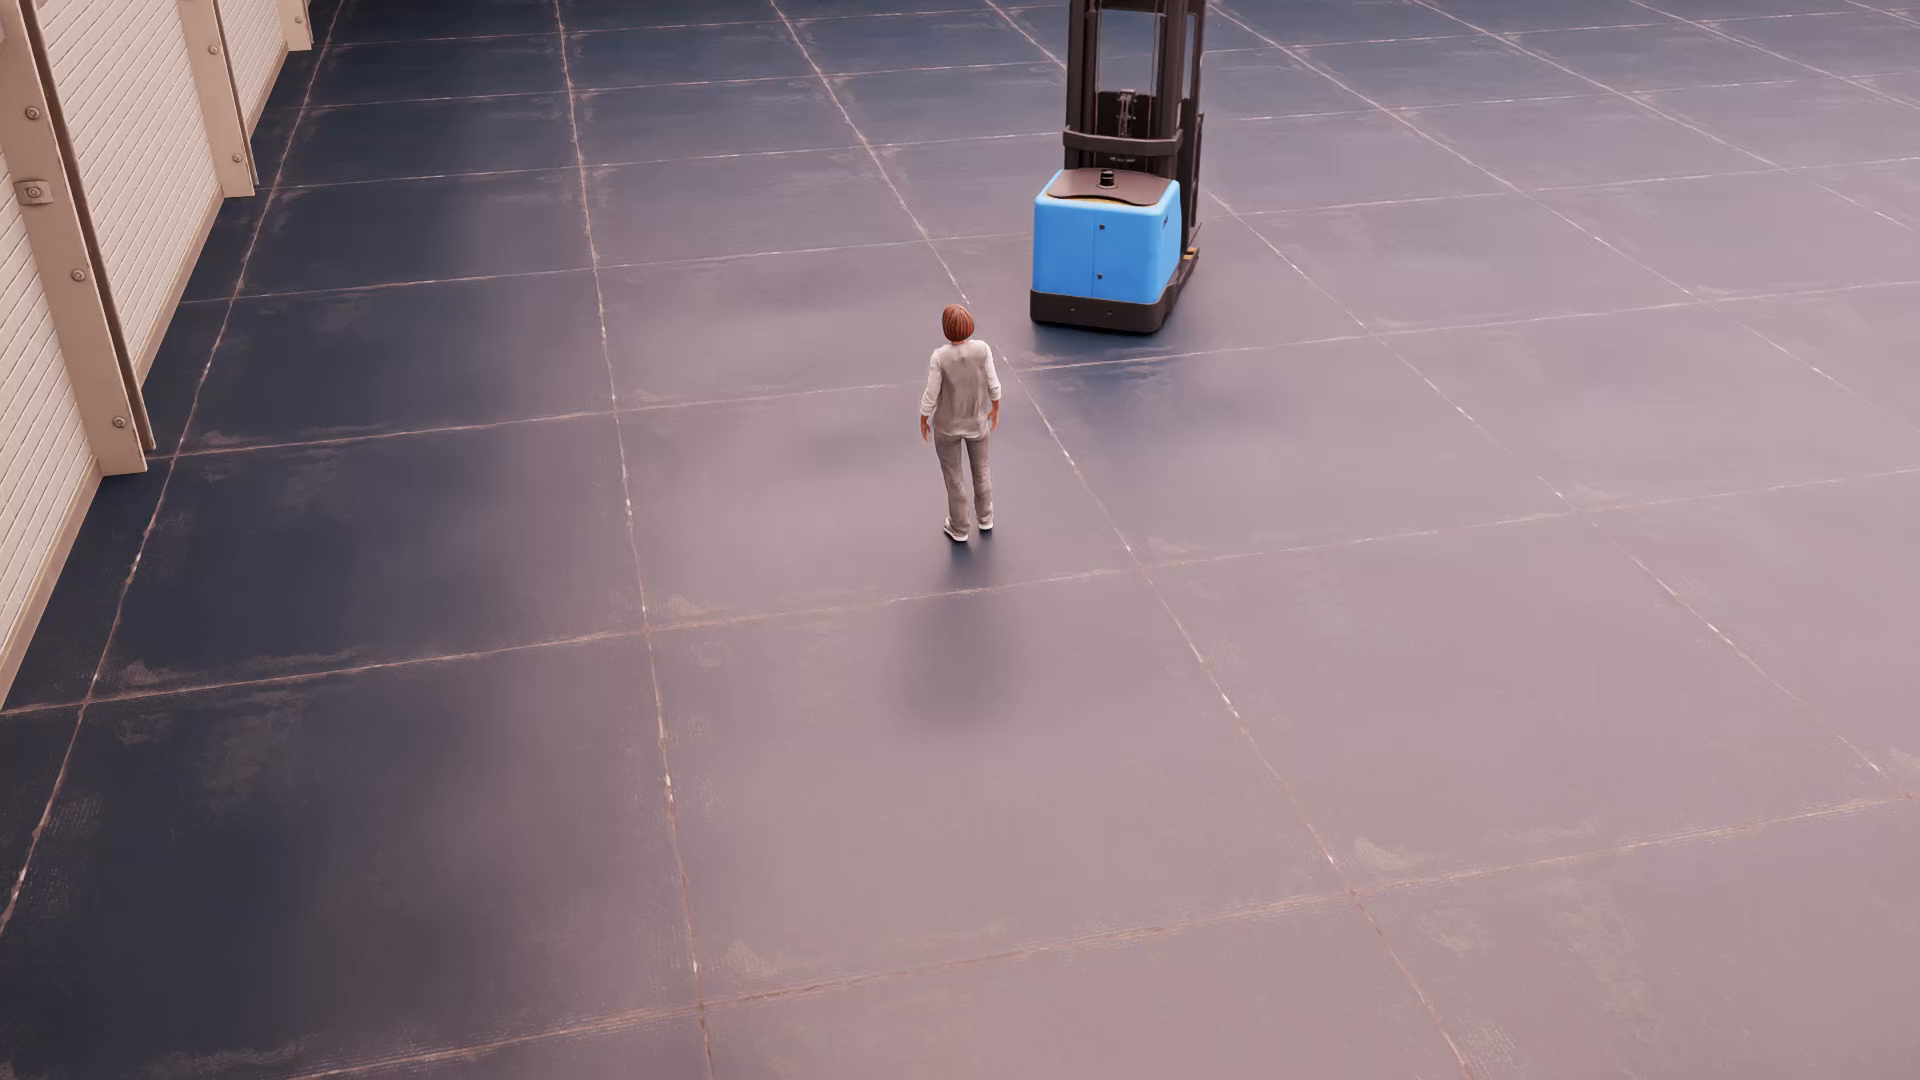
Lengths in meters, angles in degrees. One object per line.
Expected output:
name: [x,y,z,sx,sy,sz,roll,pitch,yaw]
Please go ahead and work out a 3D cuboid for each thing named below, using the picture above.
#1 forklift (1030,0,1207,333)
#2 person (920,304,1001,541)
forklift: [1.484,-3.641,13.864,1.130,2.935,3.031,9,31,15]
person: [-0.003,-0.735,10.161,0.520,1.597,0.475,-7,31,-12]
